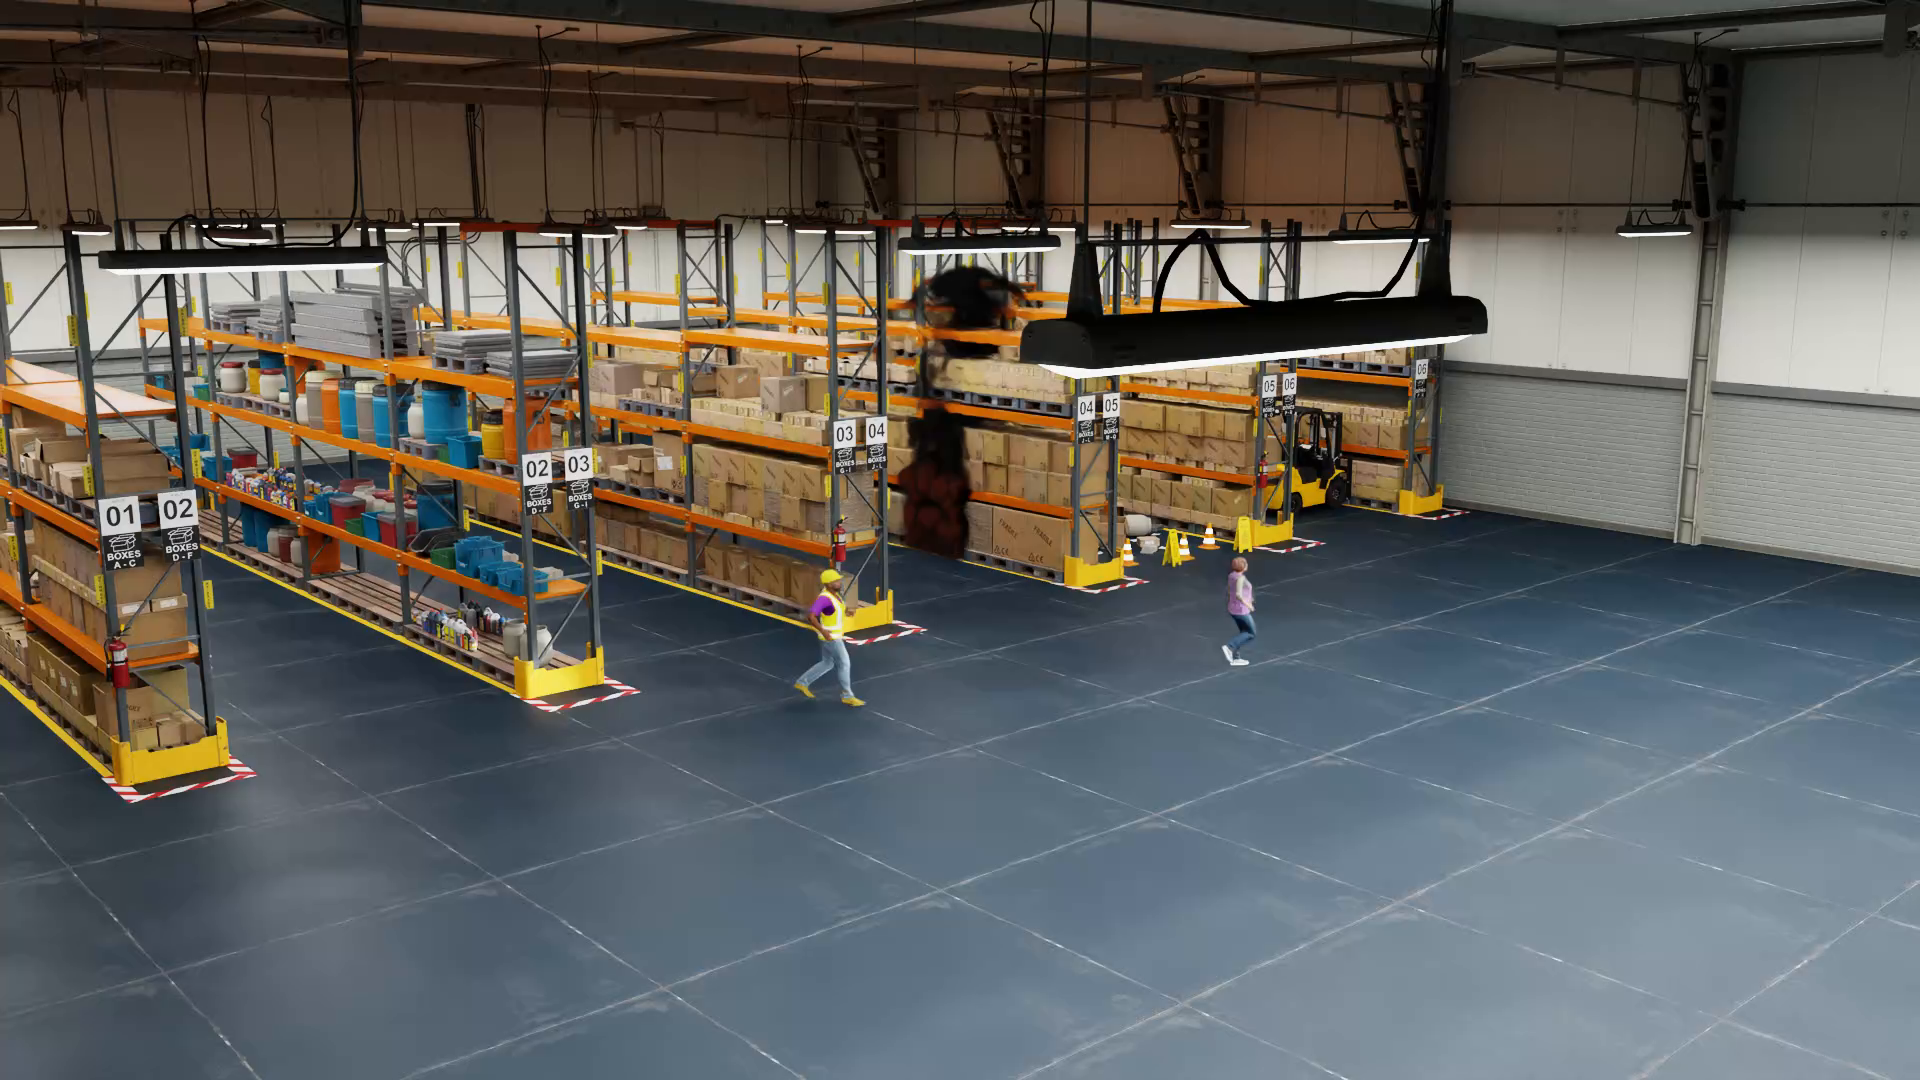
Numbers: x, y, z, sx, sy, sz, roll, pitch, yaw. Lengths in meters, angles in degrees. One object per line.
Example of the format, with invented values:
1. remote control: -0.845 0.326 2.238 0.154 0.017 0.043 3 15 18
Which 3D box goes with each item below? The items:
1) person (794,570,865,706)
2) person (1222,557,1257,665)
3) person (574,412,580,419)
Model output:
1. person: -1.679 1.242 21.250 0.914 1.780 0.682 -1 11 -3
2. person: 3.881 0.989 23.043 0.557 1.551 0.535 -3 12 -13
3. person: -9.412 -2.646 40.869 0.807 1.620 0.691 -5 12 -24
